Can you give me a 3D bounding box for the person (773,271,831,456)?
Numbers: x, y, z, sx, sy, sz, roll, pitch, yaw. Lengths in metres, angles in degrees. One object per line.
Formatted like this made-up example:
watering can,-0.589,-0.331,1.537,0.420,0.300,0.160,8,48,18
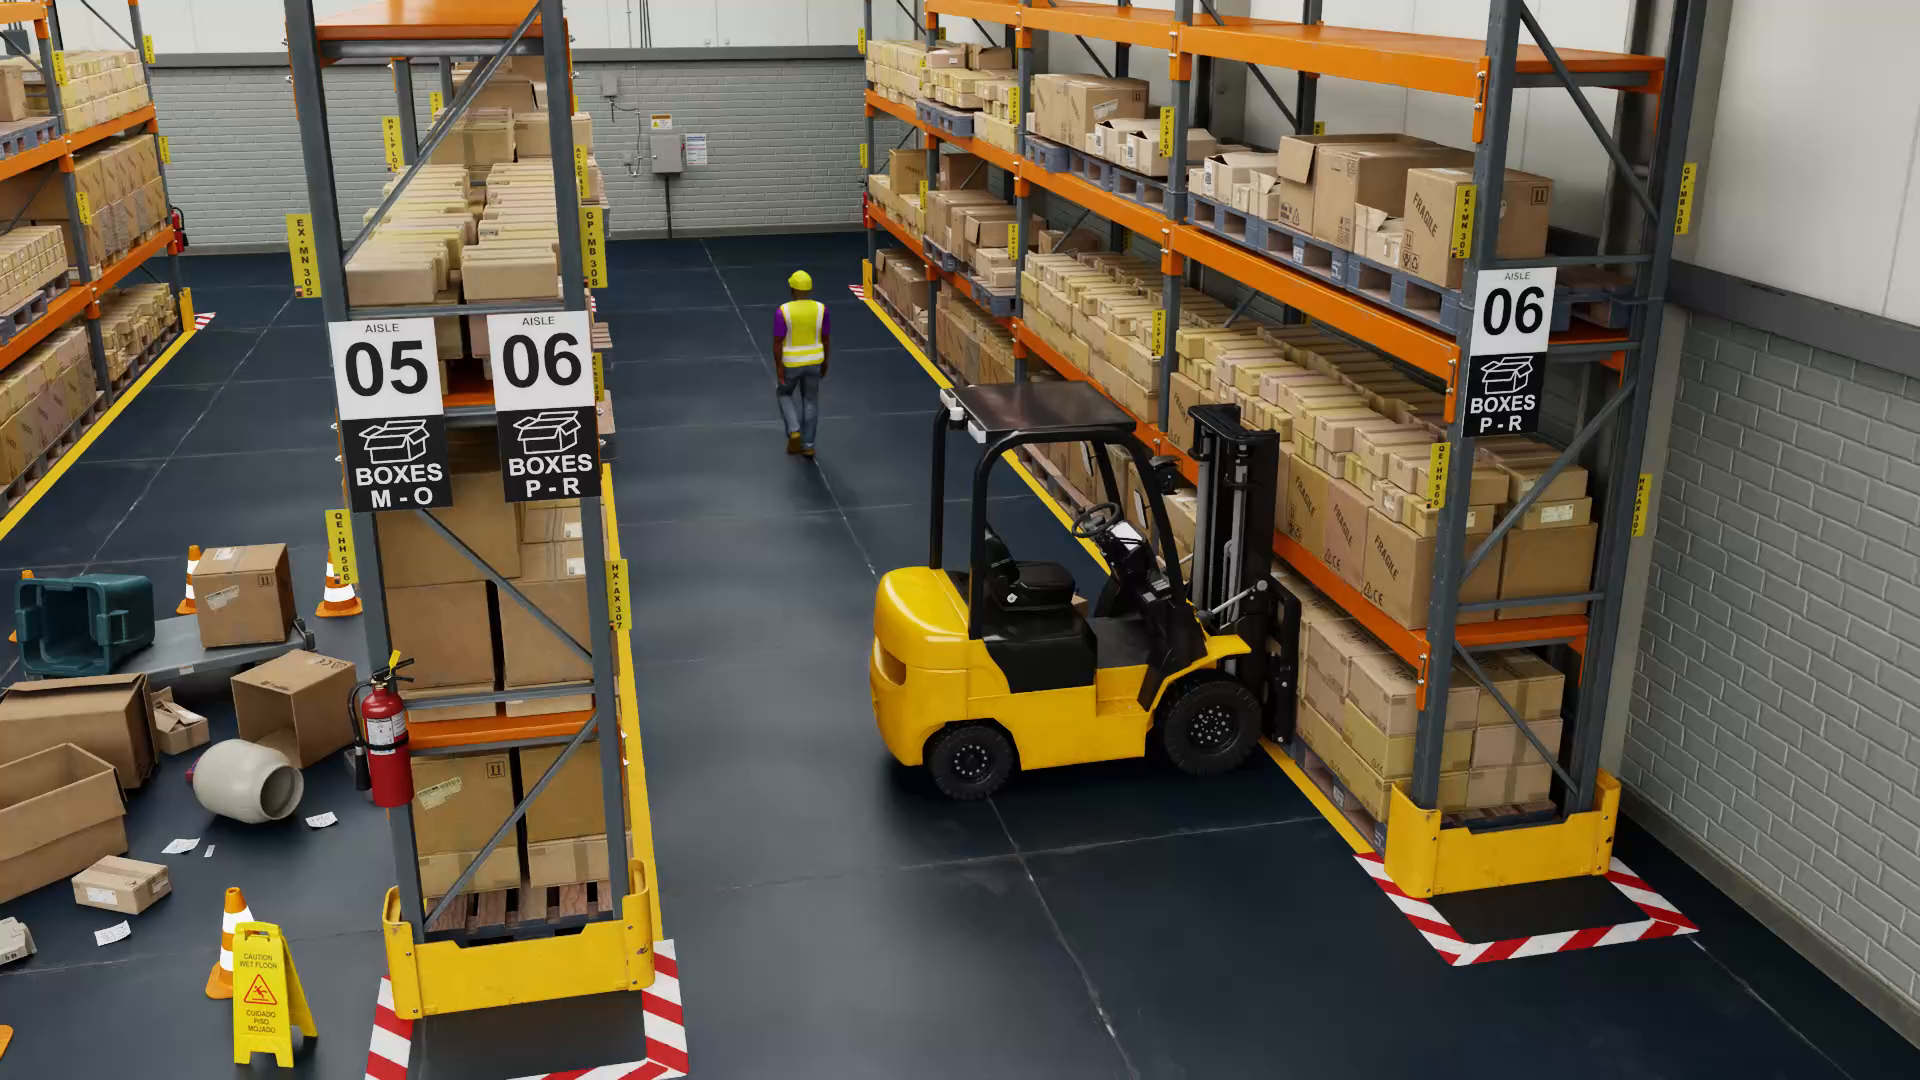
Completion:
person,-1.504,-1.674,15.713,0.563,1.767,0.456,-6,20,-15
